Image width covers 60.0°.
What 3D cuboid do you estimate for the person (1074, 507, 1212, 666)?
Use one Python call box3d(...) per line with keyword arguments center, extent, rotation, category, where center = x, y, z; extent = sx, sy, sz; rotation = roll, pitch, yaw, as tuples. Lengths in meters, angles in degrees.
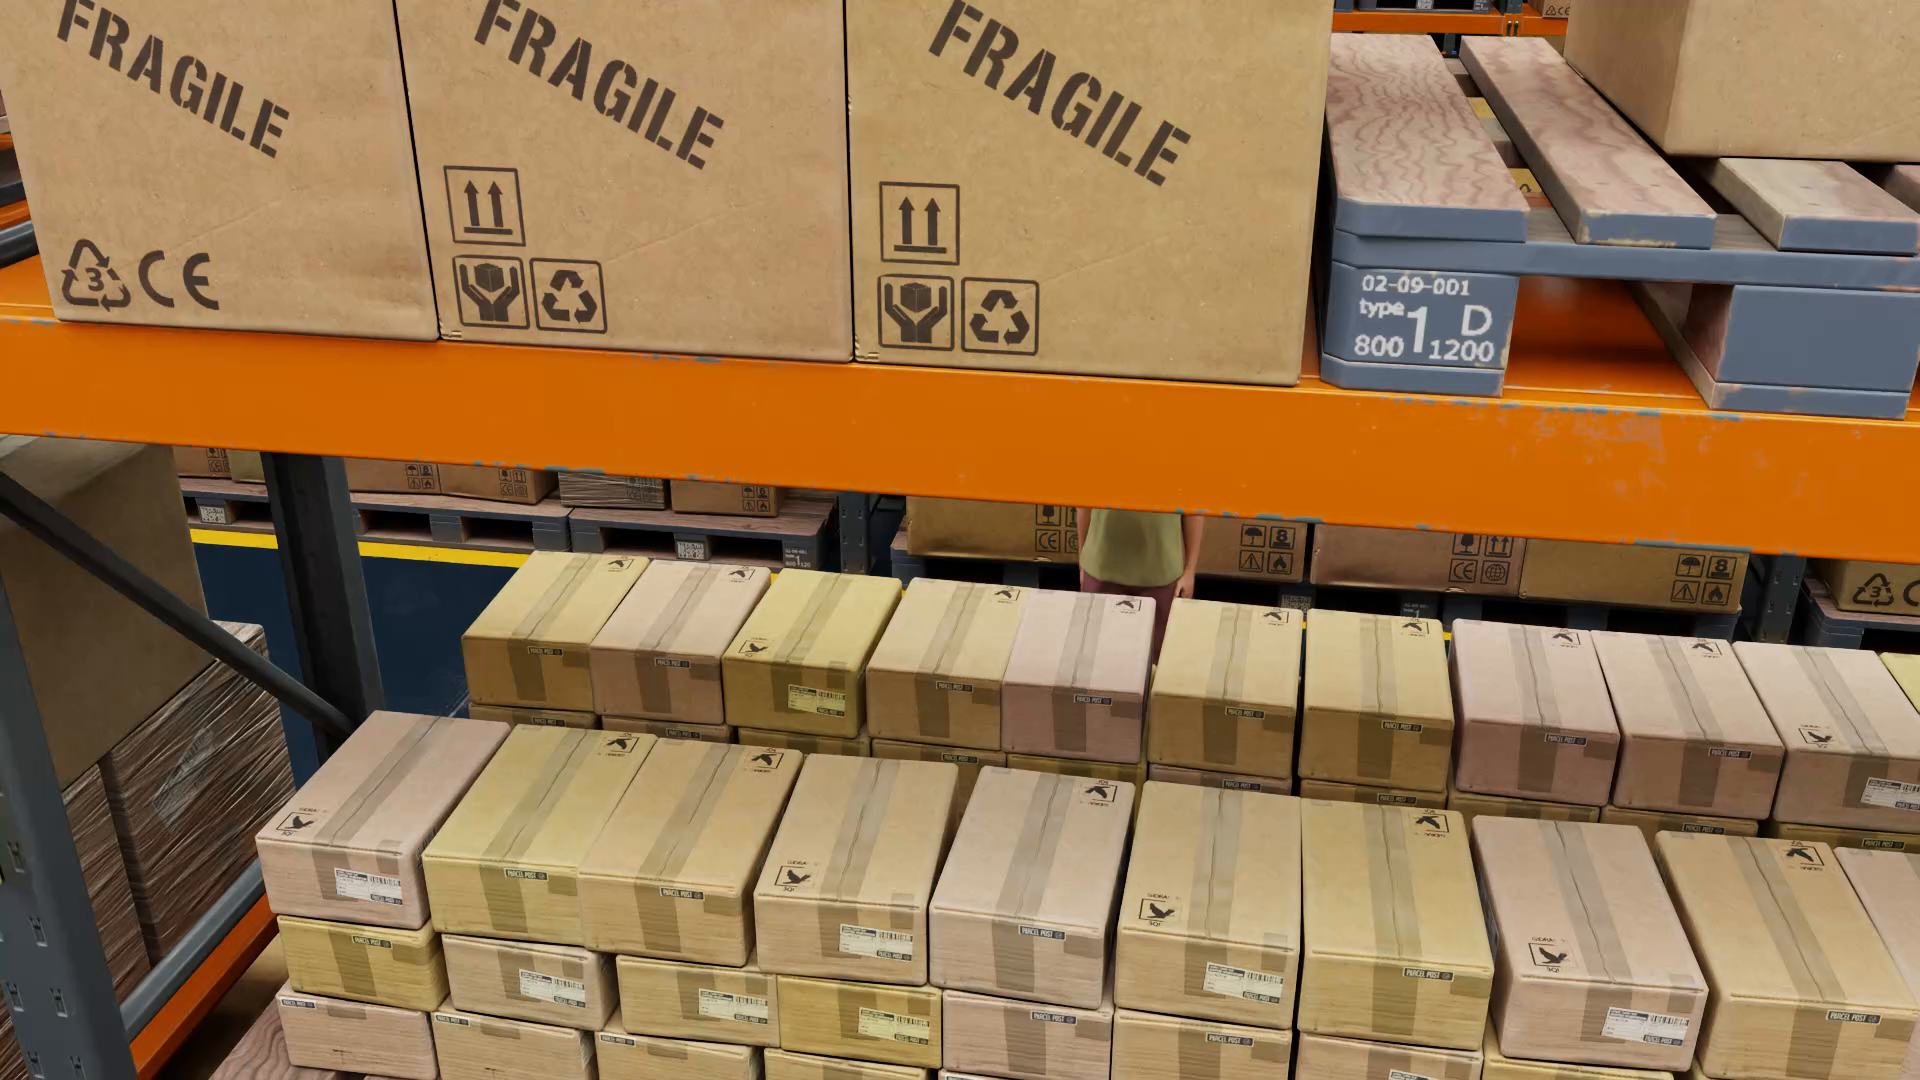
box3d(center=(0.630, 0.176, 5.855), extent=(0.478, 1.580, 0.426), rotation=(5, 25, 10), category="person")
